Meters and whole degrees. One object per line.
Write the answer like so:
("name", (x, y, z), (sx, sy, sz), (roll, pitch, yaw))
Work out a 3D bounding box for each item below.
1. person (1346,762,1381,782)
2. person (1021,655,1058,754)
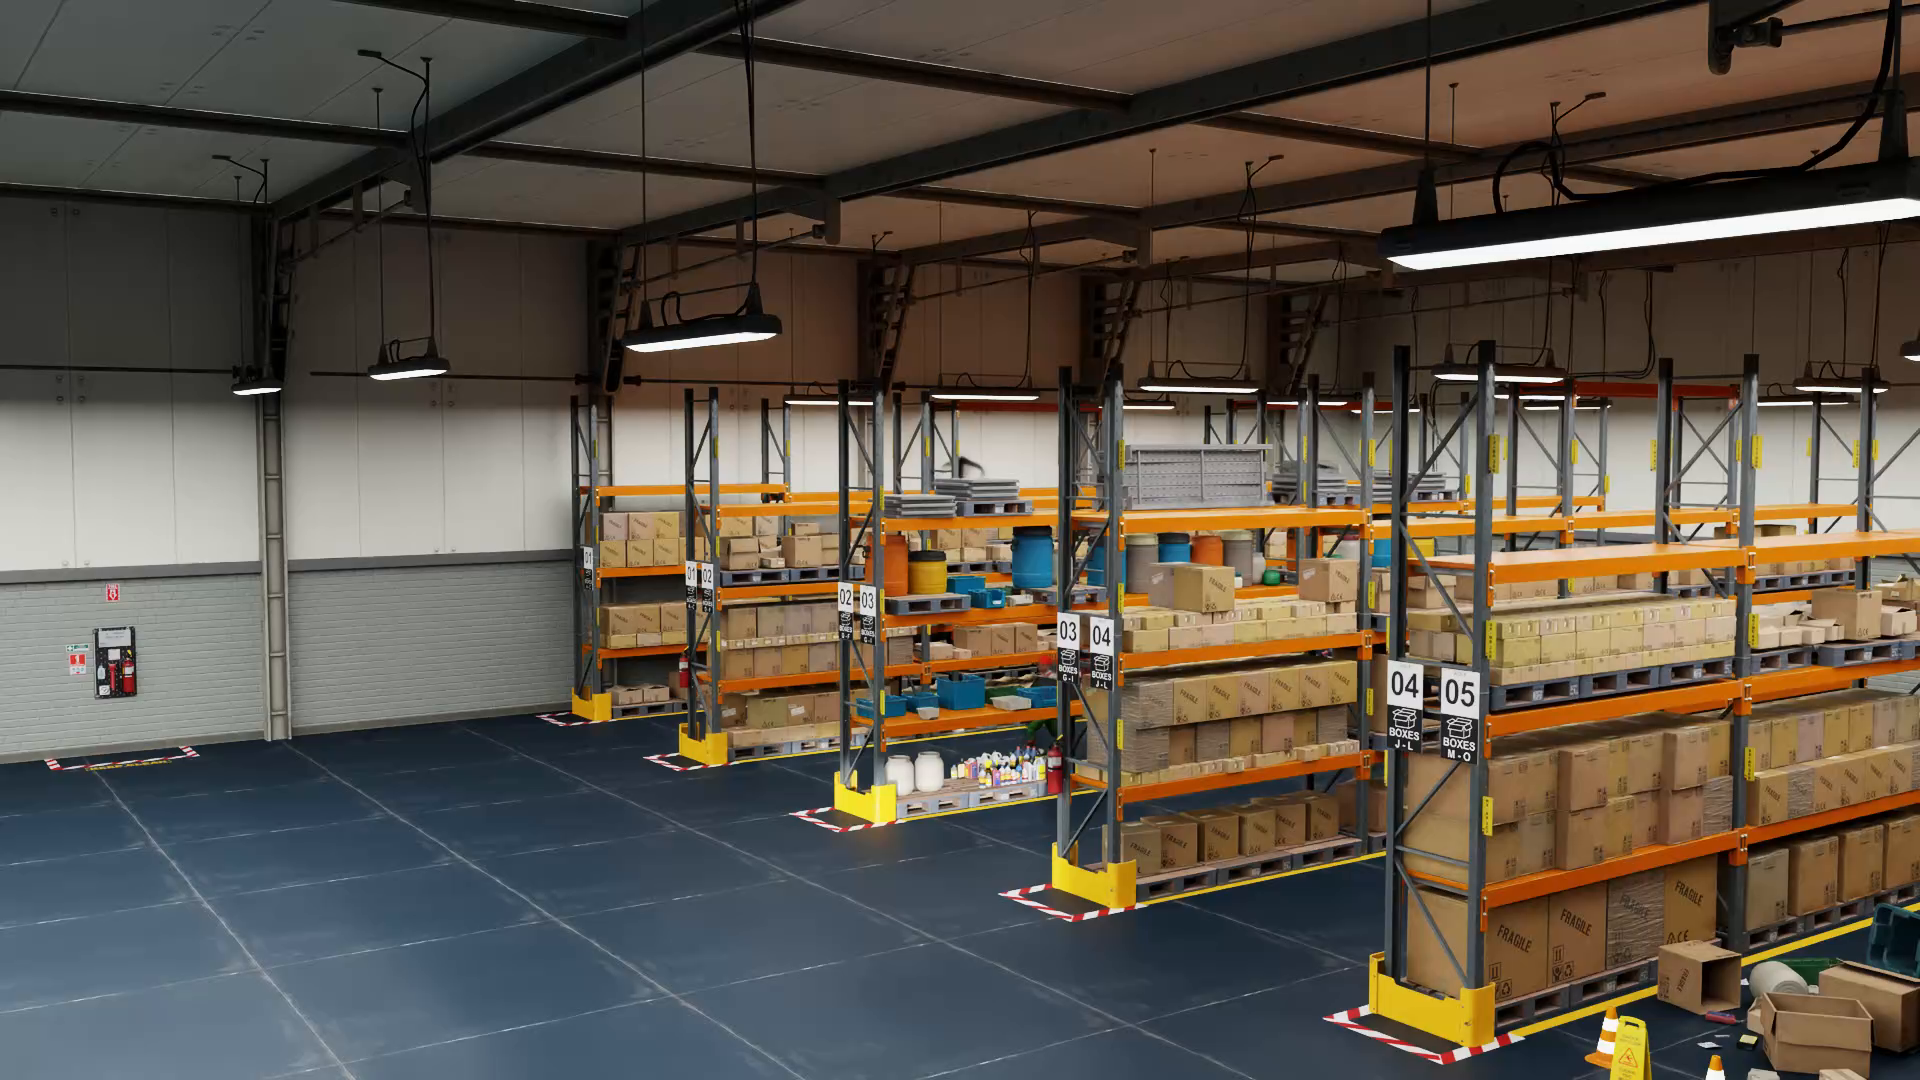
("person", (5.945, 2.872, 24.894), (0.956, 1.595, 0.673), (-2, 4, -28))
("person", (1.374, 2.693, 26.646), (0.952, 1.757, 0.776), (-1, 4, -18))
